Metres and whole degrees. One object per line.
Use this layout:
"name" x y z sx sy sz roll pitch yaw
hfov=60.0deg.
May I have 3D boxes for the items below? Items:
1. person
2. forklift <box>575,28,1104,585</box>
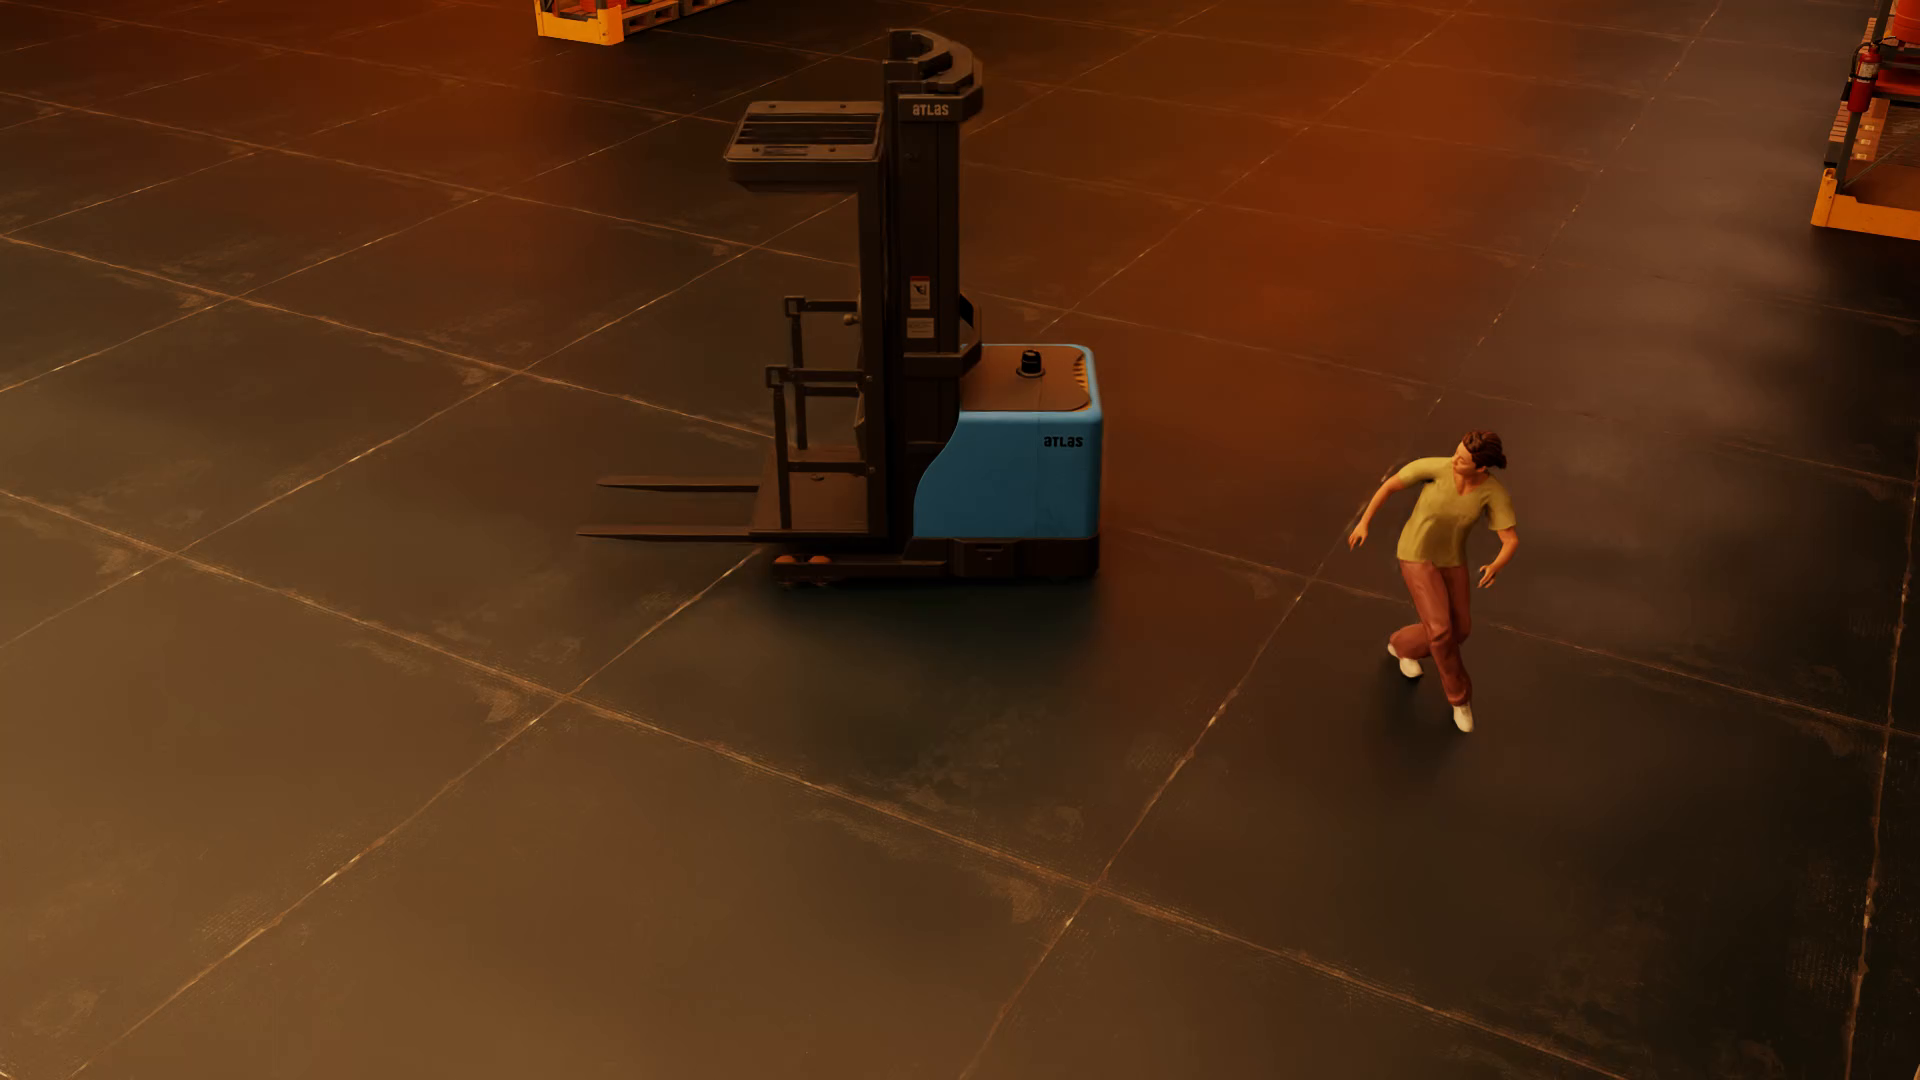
"person" 2.342 0.147 8.237 0.726 1.549 0.769 -3 30 -5
"forklift" -0.710 -1.274 9.277 3.031 2.935 1.130 0 30 1
